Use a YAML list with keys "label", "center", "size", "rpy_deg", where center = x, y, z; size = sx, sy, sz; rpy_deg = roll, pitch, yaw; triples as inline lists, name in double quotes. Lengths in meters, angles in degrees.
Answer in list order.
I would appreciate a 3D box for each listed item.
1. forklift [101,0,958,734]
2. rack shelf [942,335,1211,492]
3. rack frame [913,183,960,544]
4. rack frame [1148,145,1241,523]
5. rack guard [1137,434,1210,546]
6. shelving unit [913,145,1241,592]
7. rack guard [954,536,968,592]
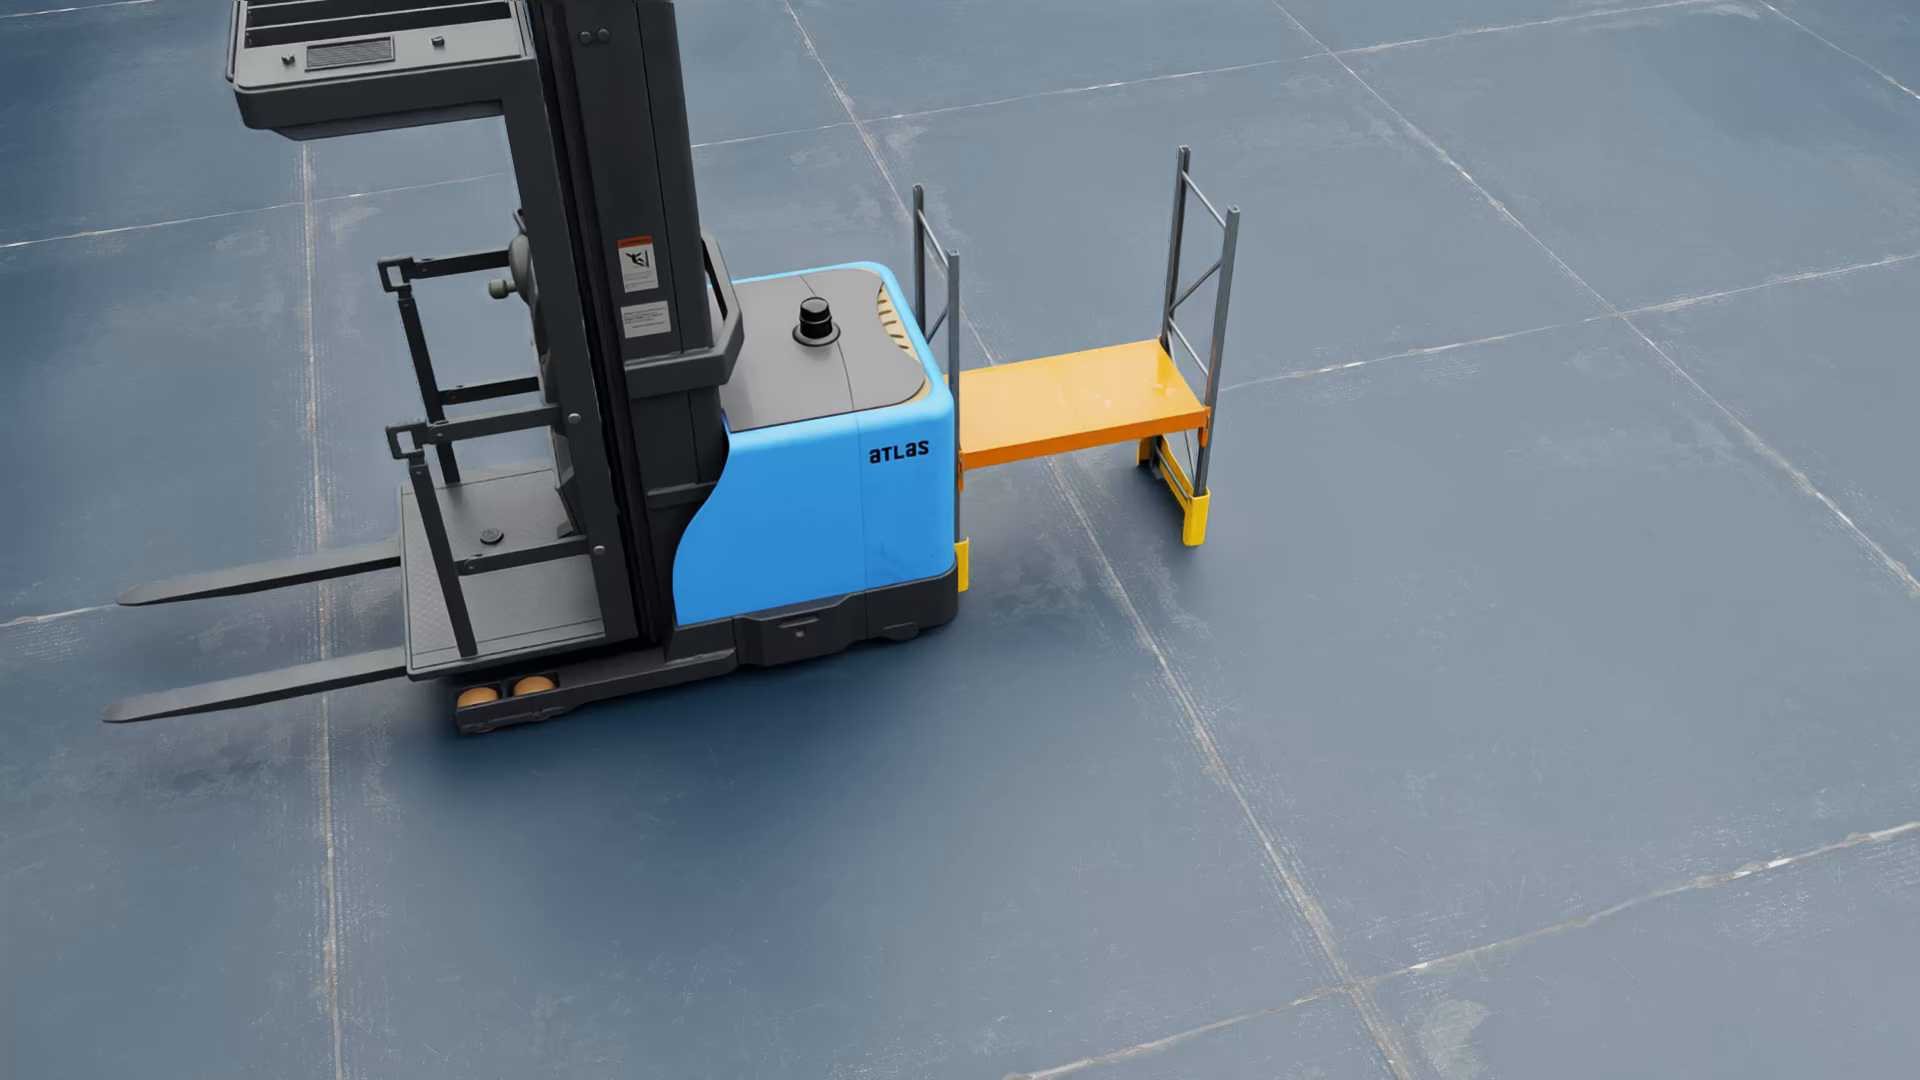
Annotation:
- label: "forklift"
  center: [-1.582, -0.802, 5.441]
  size: [3.031, 2.935, 1.130]
  rpy_deg: [-11, 42, -12]
- label: "rack shelf"
  center: [0.403, -0.504, 6.461]
  size: [1.000, 0.185, 0.538]
  rpy_deg: [-11, 42, -12]
- label: "rack frame"
  center: [-0.085, -0.546, 6.236]
  size: [0.032, 1.500, 0.500]
  rpy_deg: [-11, 42, -12]
- label: "rack frame"
  center: [0.892, -0.733, 6.449]
  size: [0.032, 1.500, 0.500]
  rpy_deg: [-11, 42, -12]
- label: "rack guard"
  center: [0.873, -0.258, 6.856]
  size: [0.087, 0.250, 0.587]
  rpy_deg: [-11, 42, -12]
- label: "shelving unit"
  center: [0.395, -0.638, 6.340]
  size: [1.083, 1.500, 0.587]
  rpy_deg: [-11, 42, -12]
- label: "rack guard"
  center: [-0.084, -0.076, 6.647]
  size: [0.087, 0.250, 0.587]
  rpy_deg: [-11, 42, -12]
